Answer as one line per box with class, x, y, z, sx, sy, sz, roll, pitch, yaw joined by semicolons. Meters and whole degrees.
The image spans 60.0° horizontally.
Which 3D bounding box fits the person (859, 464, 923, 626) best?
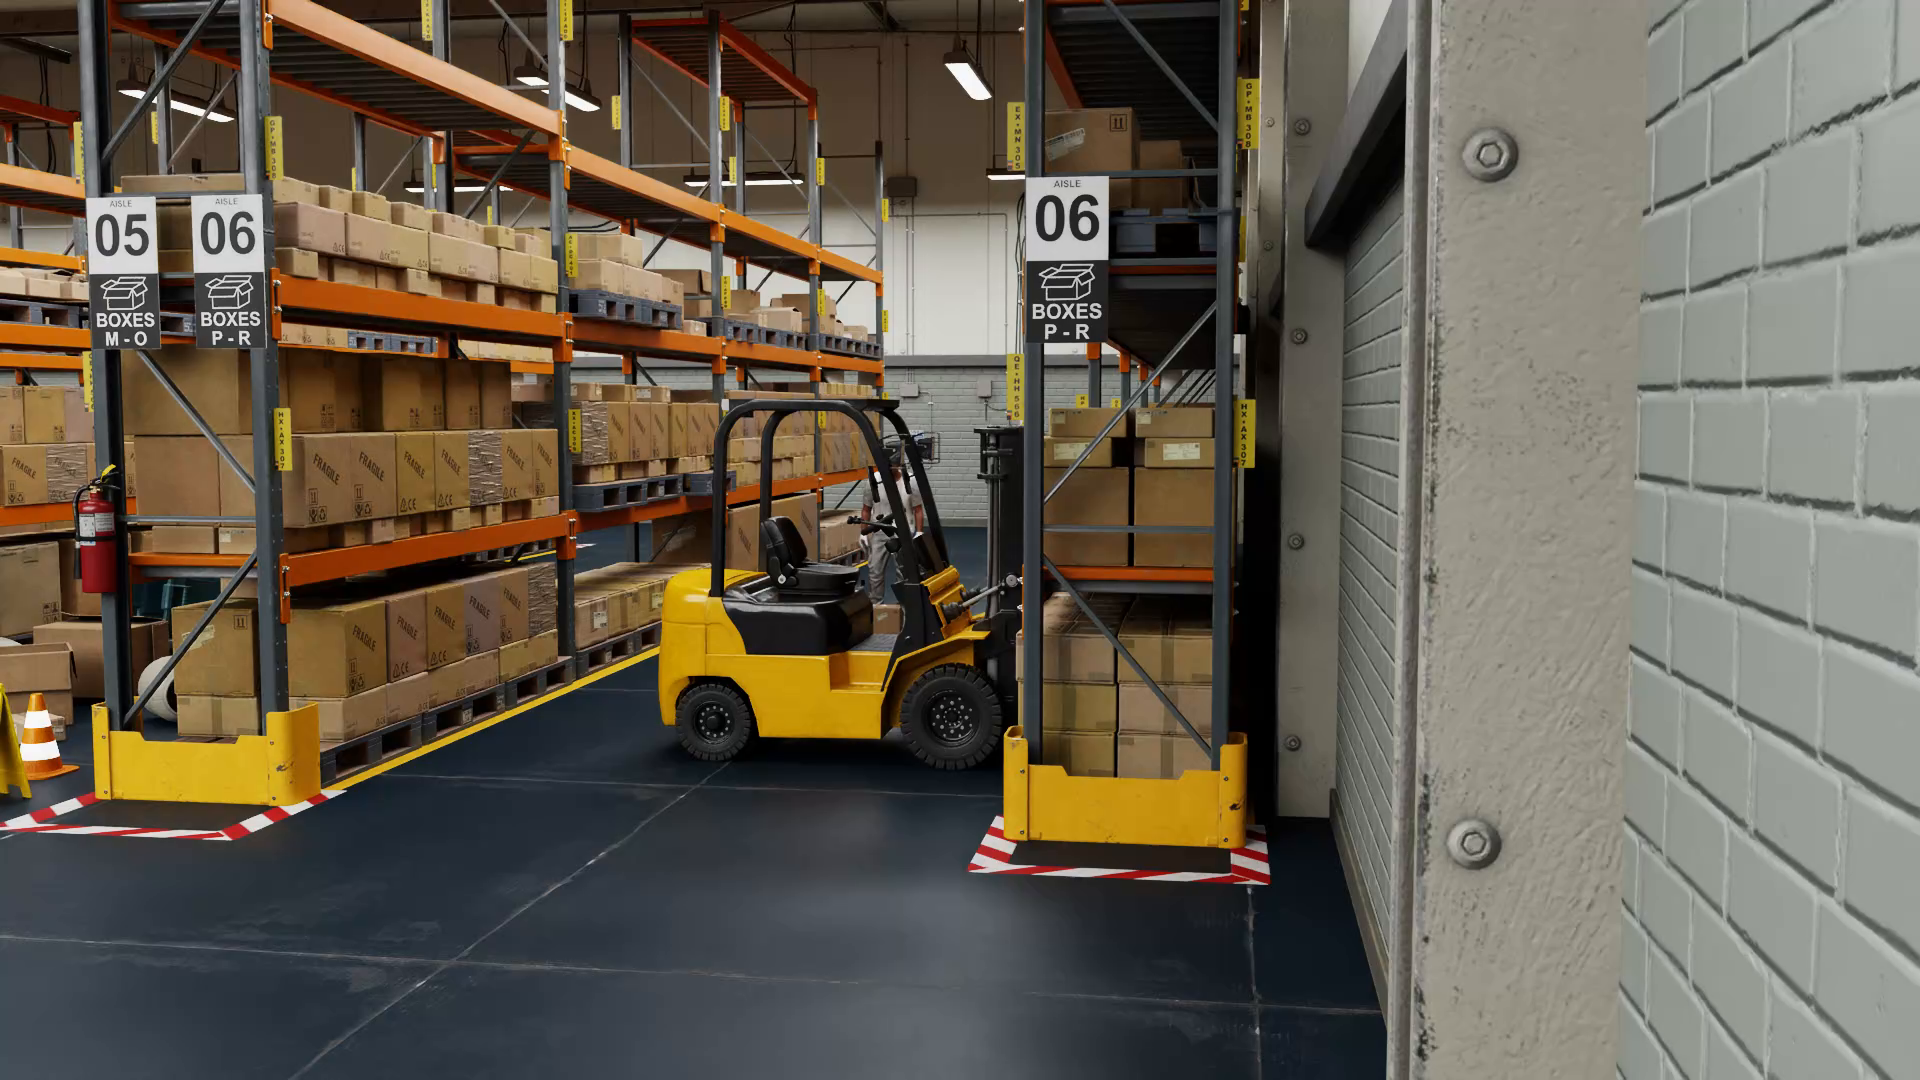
person;-0.657;-0.028;15.864;0.617;1.775;0.446;1;4;9
